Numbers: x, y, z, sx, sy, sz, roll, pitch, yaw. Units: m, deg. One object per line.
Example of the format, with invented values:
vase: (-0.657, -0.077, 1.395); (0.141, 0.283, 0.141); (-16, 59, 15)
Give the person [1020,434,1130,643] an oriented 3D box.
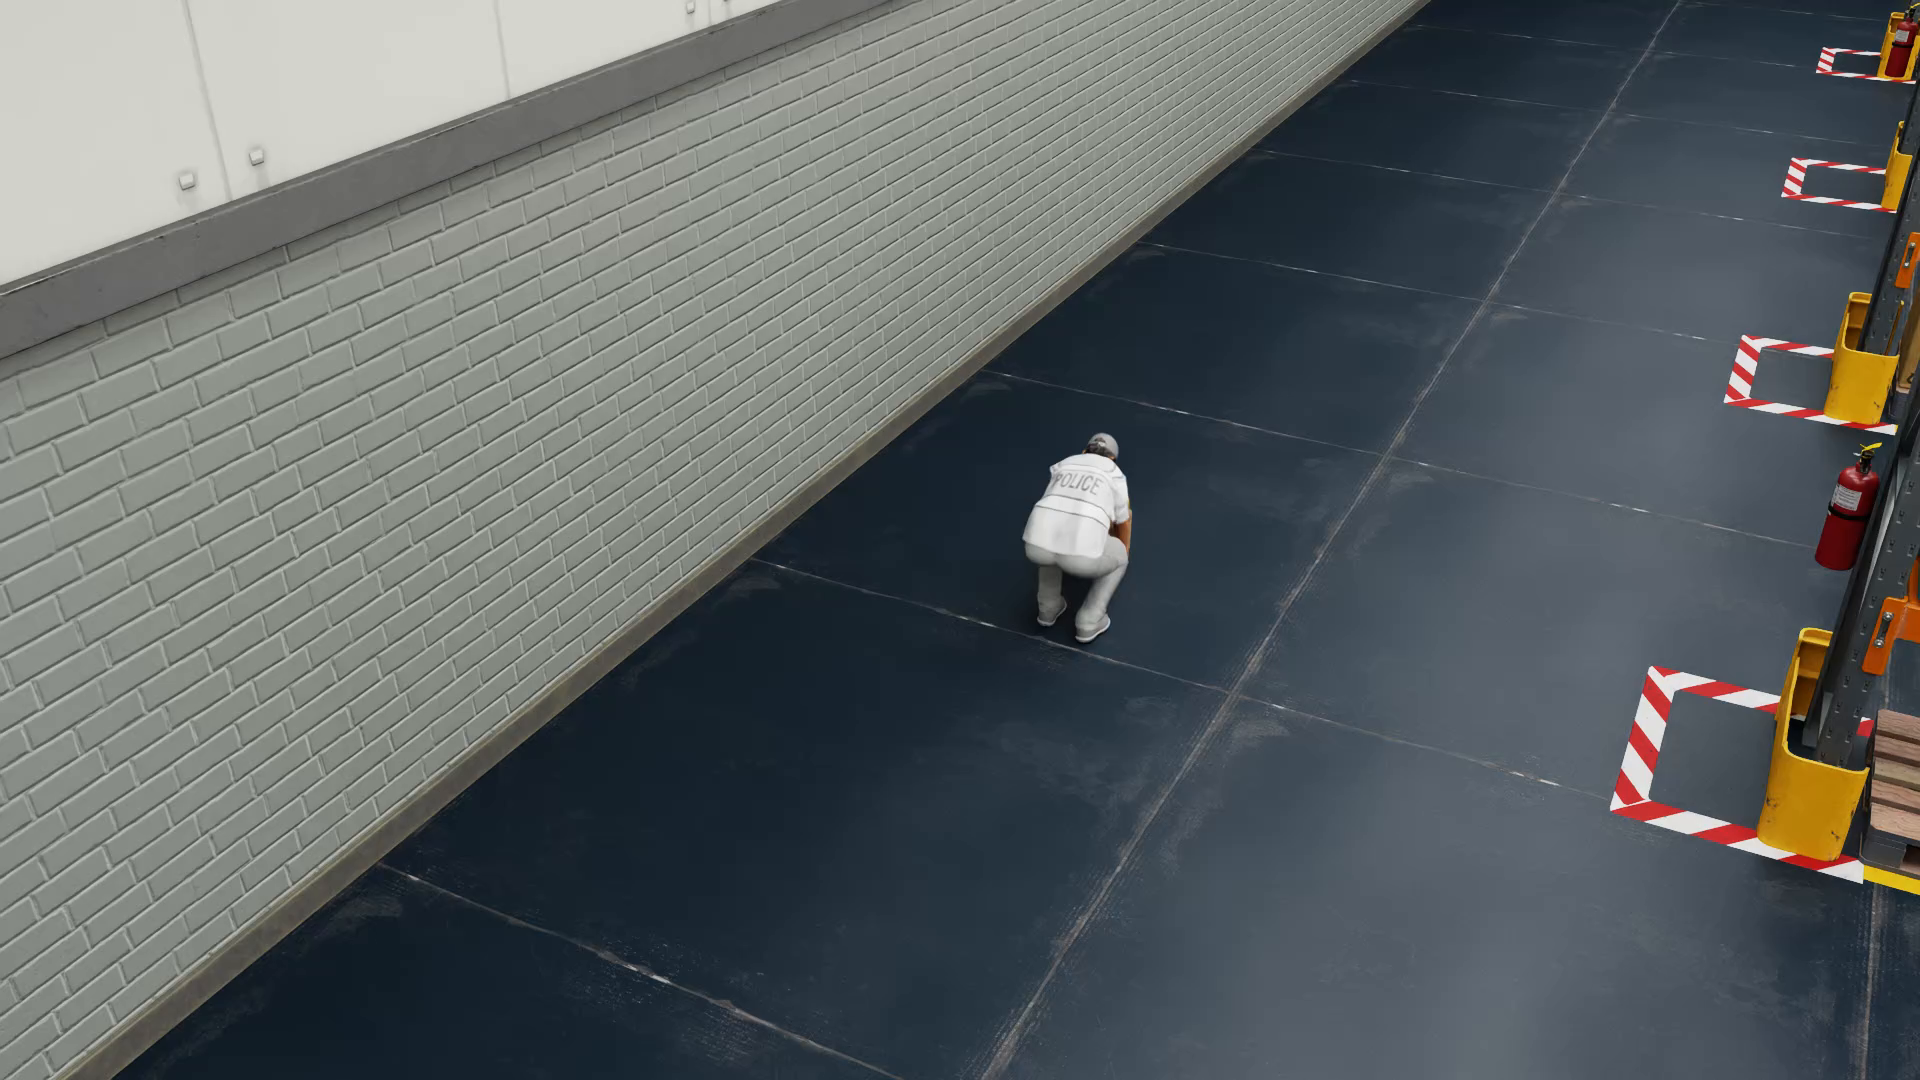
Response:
person: (0.657, 0.003, 9.002); (0.509, 0.942, 0.914); (13, 33, 21)
